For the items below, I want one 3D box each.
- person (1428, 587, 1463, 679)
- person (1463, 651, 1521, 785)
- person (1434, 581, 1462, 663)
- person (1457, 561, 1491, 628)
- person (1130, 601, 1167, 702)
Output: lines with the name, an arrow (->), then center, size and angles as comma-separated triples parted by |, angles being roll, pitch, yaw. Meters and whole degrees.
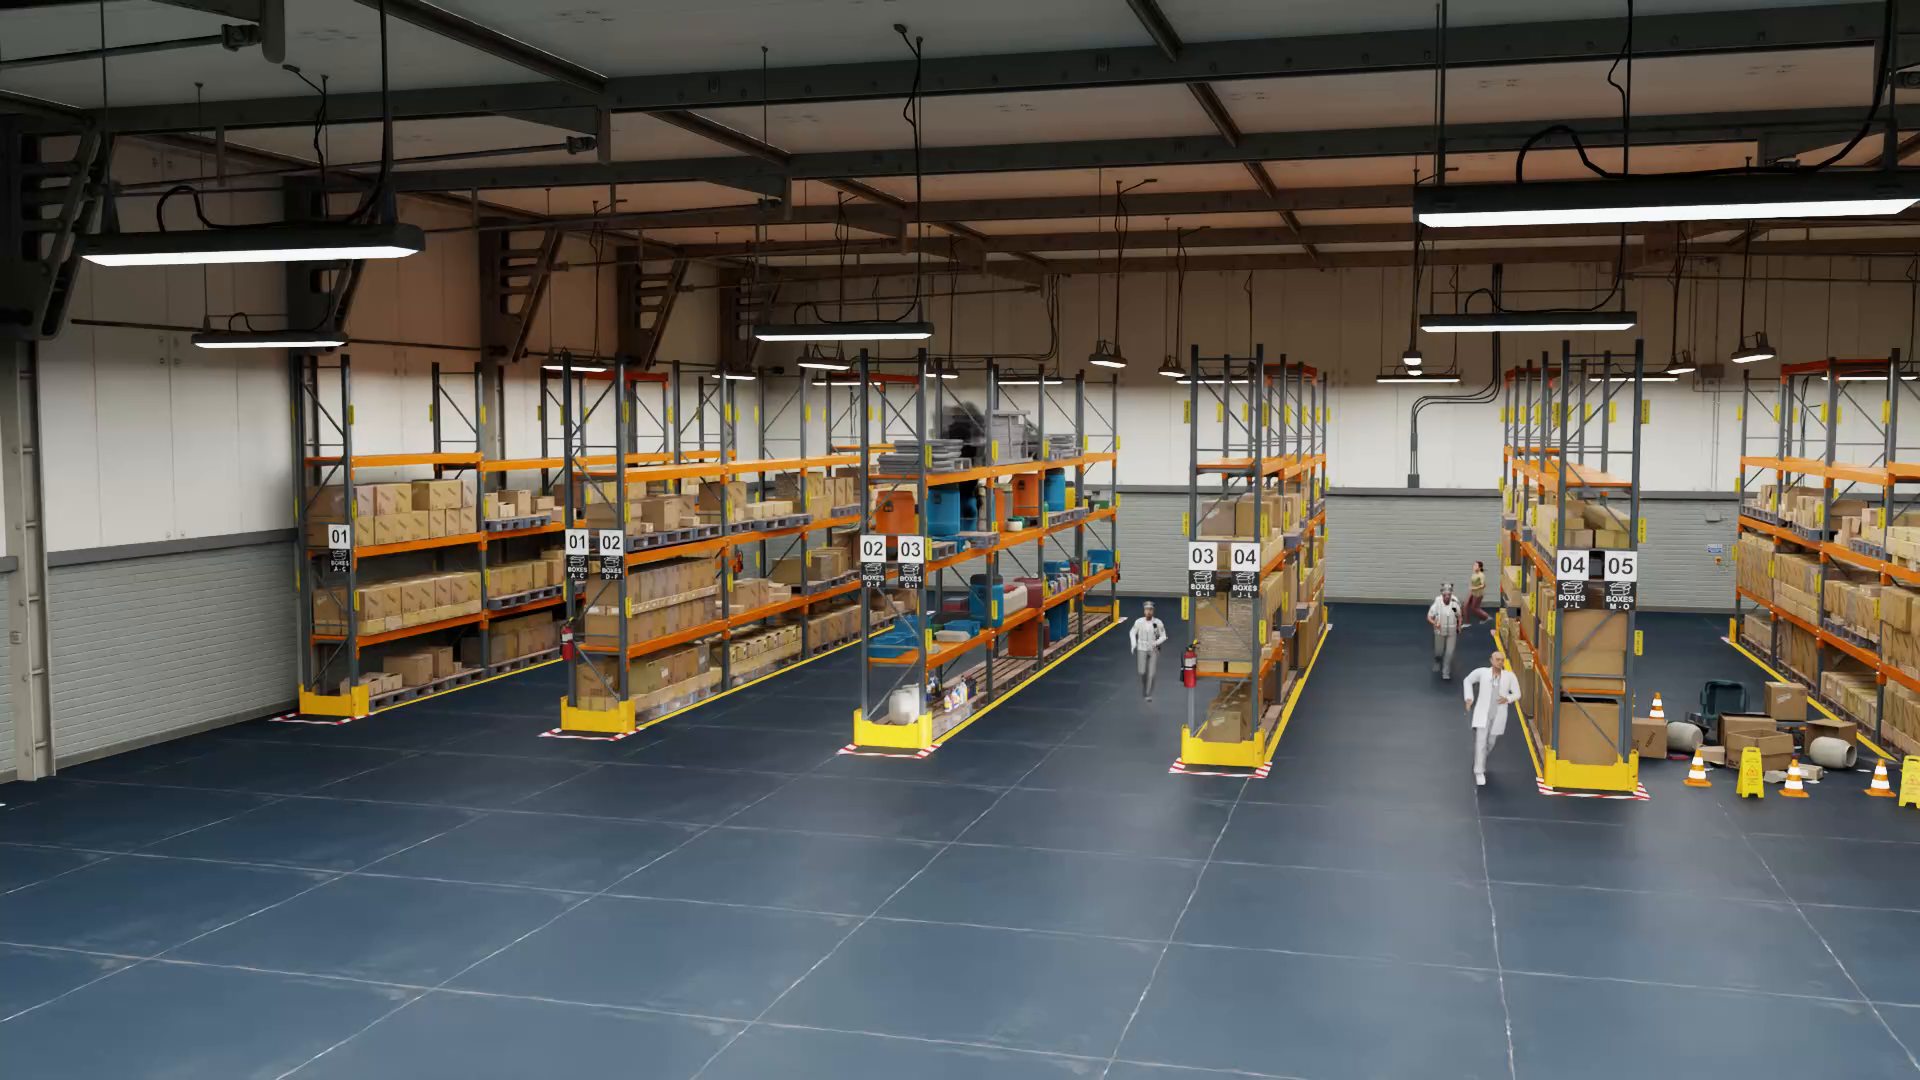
person -> 9.249, 1.756, 31.680 | 0.664, 1.743, 0.678 | 0, 4, 5
person -> 7.288, 2.399, 22.780 | 0.722, 1.757, 1.050 | 1, 4, 9
person -> 9.873, 1.658, 33.714 | 0.593, 1.654, 0.672 | 1, 4, 16
person -> 12.170, 1.296, 39.022 | 0.801, 1.602, 0.647 | 0, 4, -6
person -> 3.080, 1.837, 27.298 | 0.615, 1.673, 0.521 | 1, 4, 10
